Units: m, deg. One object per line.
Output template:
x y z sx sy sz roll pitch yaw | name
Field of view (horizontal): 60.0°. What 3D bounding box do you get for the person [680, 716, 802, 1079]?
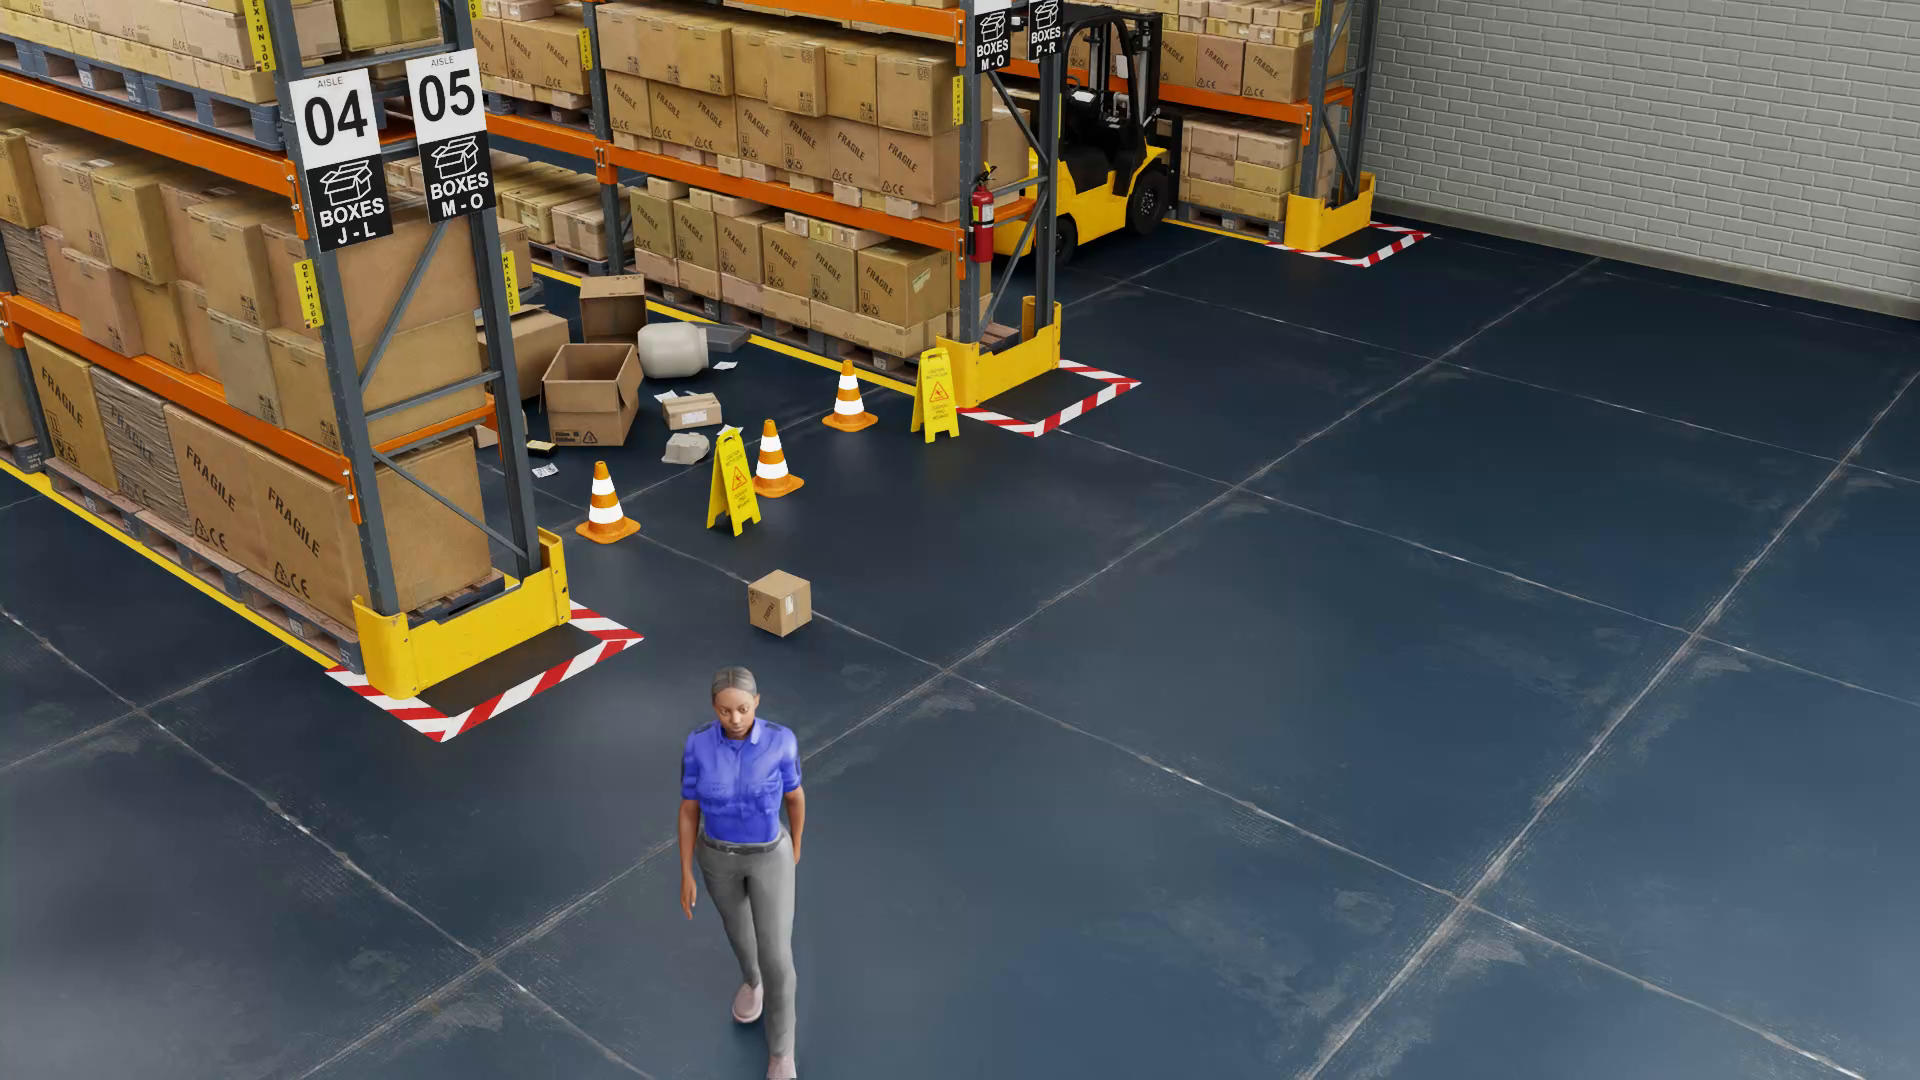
-0.818 1.352 6.286 0.437 1.499 0.655 2 28 3 | person
